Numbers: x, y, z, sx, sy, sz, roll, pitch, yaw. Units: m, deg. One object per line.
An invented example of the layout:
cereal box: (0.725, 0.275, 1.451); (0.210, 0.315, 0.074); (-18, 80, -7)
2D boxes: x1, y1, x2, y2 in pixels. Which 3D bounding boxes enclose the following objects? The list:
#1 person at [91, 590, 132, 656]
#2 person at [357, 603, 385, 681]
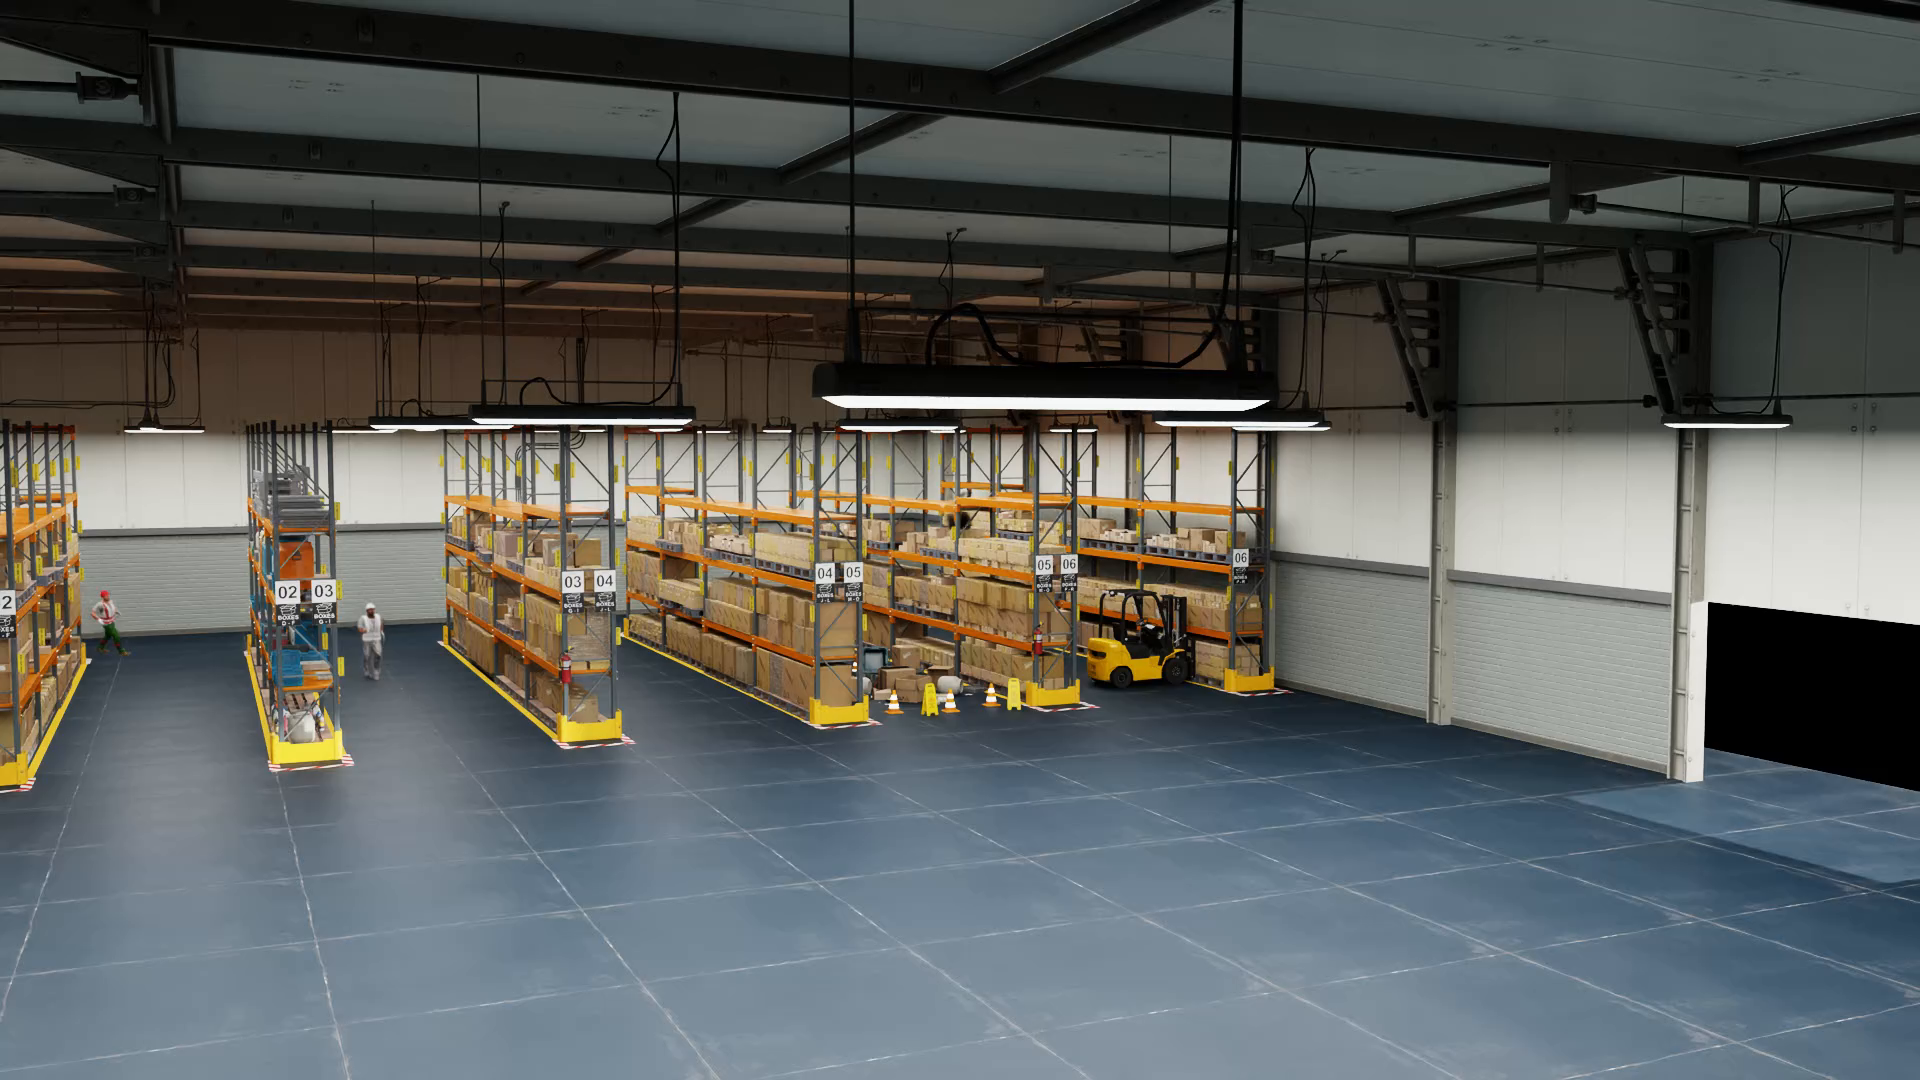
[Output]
person: (-22.069, 2.161, 43.095); (0.899, 1.739, 0.782); (0, 4, 1)
person: (-13.804, 2.396, 39.017); (0.646, 1.834, 0.855); (-2, 4, -30)
